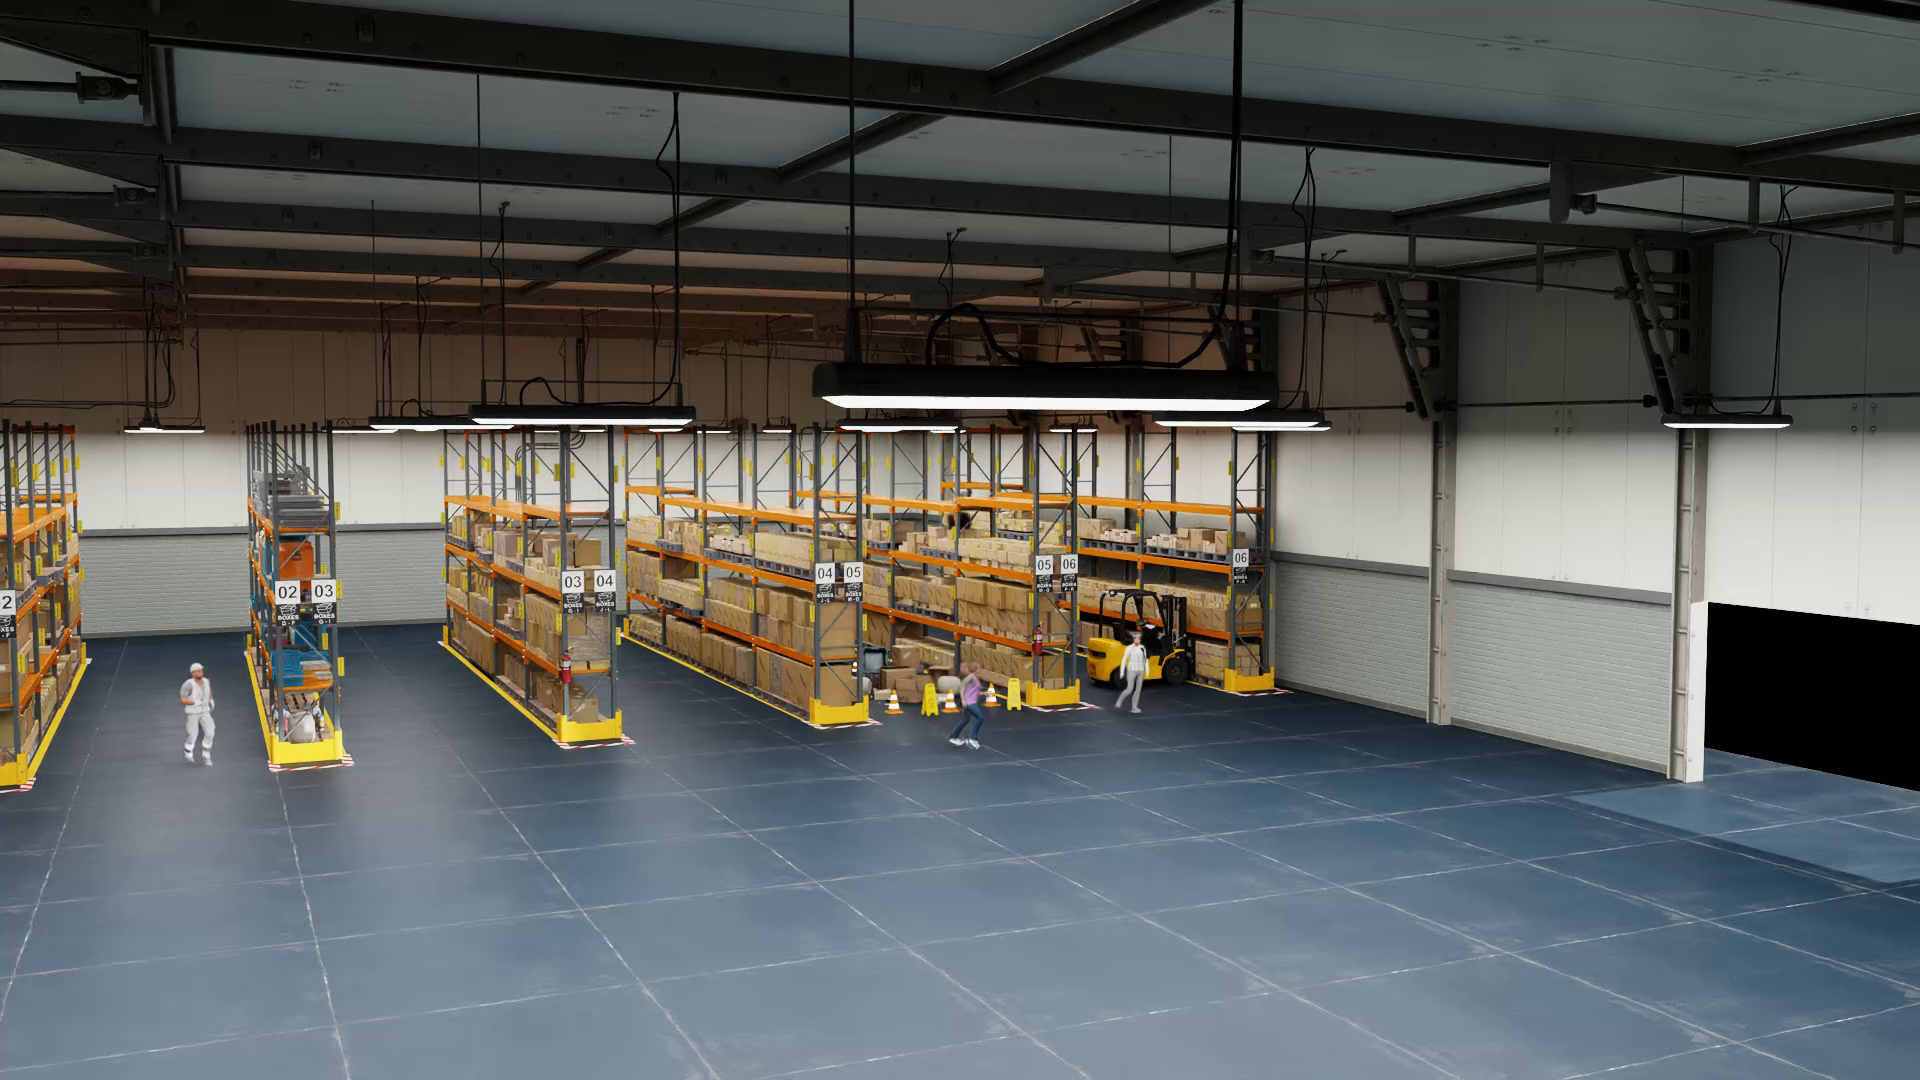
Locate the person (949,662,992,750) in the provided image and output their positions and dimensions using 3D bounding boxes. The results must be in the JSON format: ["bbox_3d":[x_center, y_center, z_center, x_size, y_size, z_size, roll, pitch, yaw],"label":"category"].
[{"bbox_3d":[0.187,3.044,30.470,0.803,1.589,0.442,0,4,7],"label":"person"}]

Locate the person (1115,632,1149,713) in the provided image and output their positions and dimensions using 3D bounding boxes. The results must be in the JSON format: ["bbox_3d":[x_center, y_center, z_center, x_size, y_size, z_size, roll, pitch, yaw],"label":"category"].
[{"bbox_3d":[3.562,2.727,34.447,0.614,1.675,0.560,-2,4,-25],"label":"person"}]

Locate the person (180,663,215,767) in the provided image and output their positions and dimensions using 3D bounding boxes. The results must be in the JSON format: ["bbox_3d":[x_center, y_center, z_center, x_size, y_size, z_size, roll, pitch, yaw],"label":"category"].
[{"bbox_3d":[-13.179,3.047,28.801,0.755,1.847,0.661,3,5,39],"label":"person"}]
